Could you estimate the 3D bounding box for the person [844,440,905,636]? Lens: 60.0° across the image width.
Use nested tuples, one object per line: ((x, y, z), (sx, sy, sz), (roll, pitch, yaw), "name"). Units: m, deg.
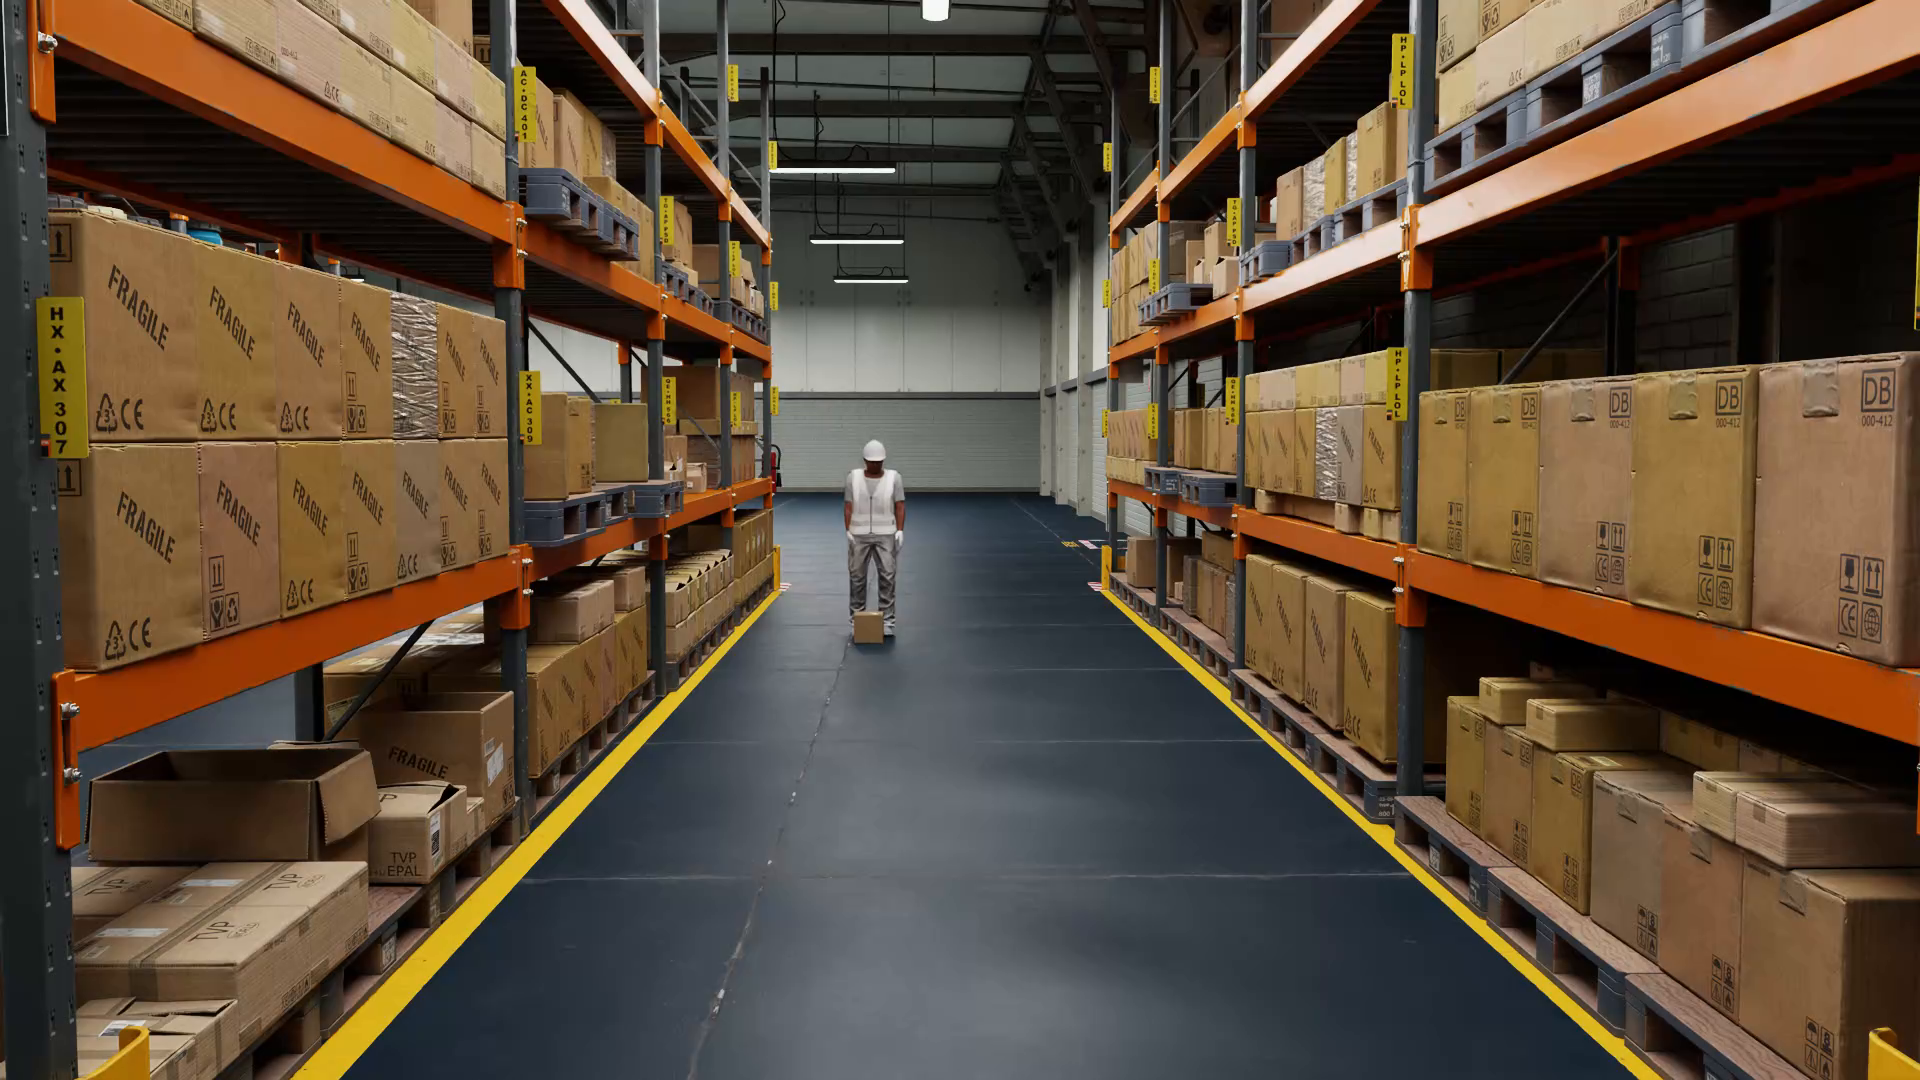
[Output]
((-0.769, -0.018, 14.979), (0.557, 1.767, 0.389), (0, 4, 0), "person")
